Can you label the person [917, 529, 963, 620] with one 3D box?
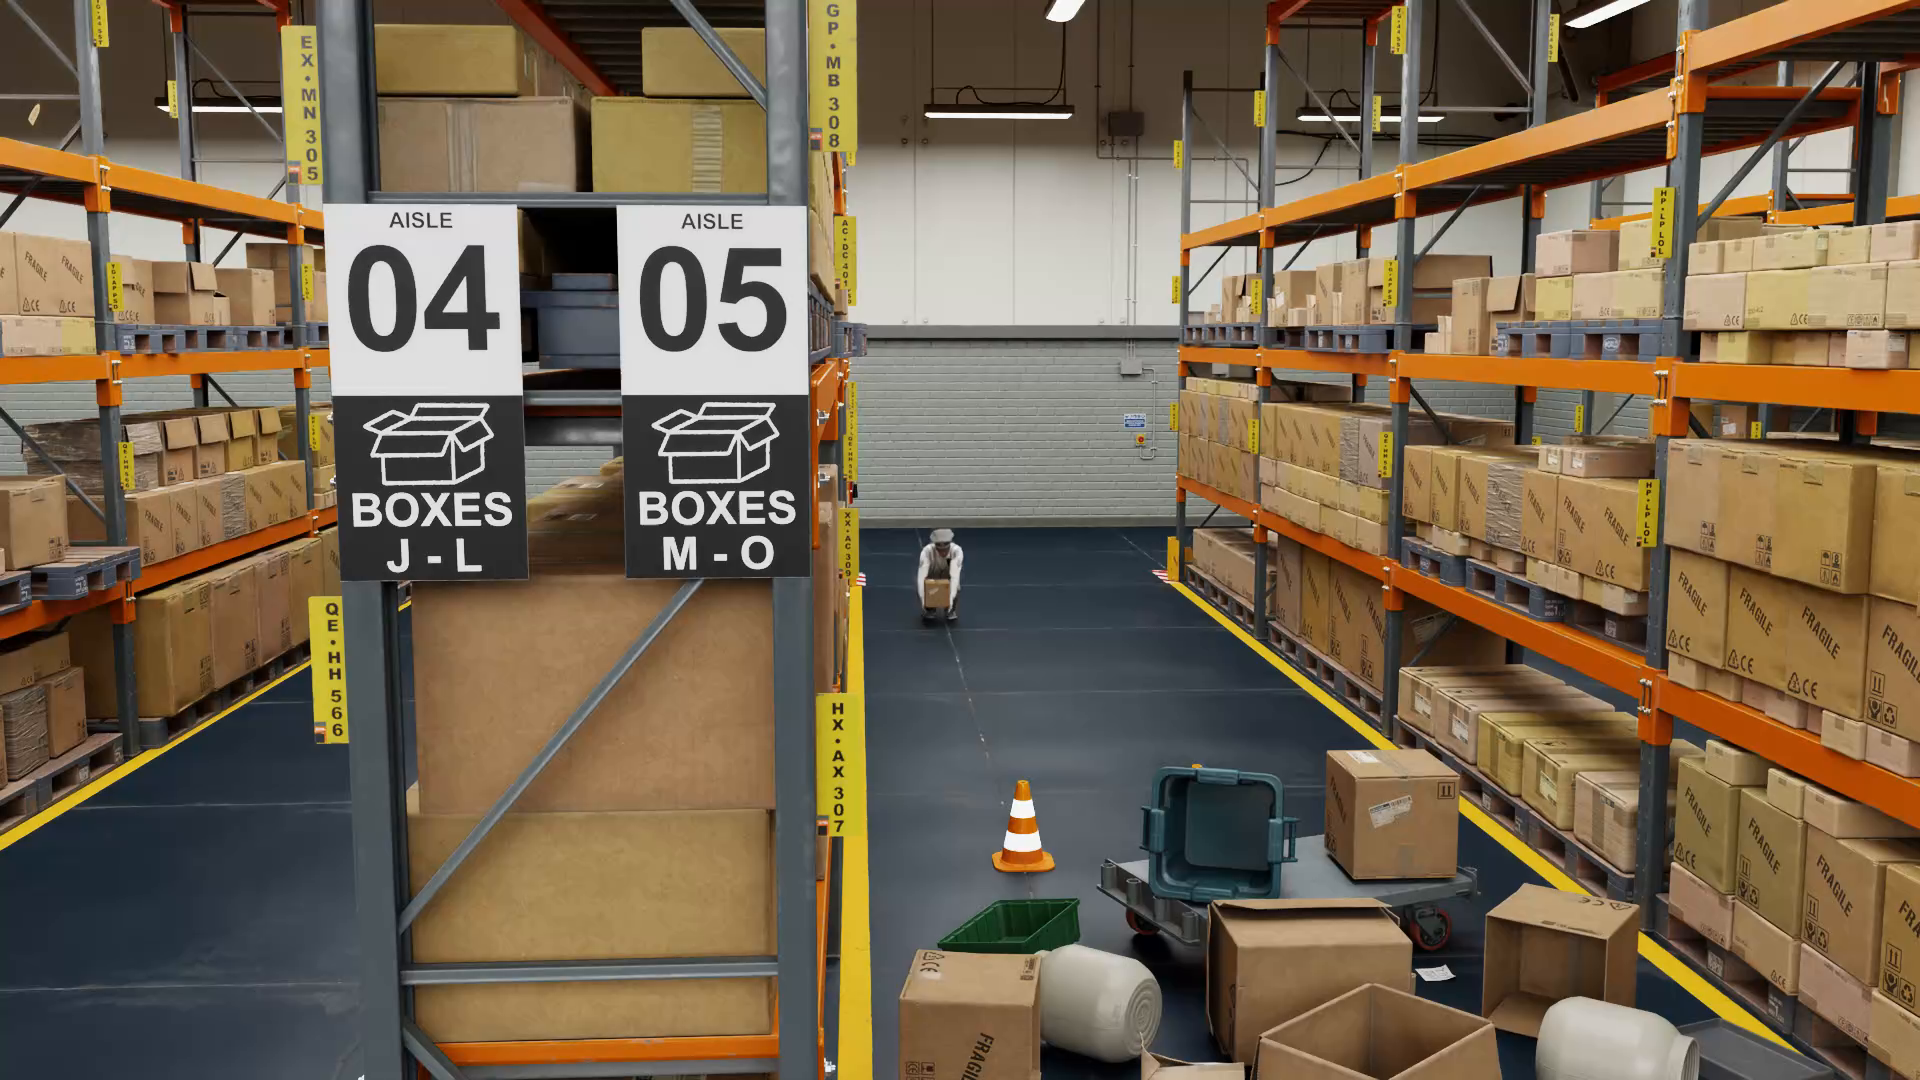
[{"bbox_3d":[-0.205,0.353,17.266,0.469,0.976,0.847,1,7,5],"label":"person"}]
